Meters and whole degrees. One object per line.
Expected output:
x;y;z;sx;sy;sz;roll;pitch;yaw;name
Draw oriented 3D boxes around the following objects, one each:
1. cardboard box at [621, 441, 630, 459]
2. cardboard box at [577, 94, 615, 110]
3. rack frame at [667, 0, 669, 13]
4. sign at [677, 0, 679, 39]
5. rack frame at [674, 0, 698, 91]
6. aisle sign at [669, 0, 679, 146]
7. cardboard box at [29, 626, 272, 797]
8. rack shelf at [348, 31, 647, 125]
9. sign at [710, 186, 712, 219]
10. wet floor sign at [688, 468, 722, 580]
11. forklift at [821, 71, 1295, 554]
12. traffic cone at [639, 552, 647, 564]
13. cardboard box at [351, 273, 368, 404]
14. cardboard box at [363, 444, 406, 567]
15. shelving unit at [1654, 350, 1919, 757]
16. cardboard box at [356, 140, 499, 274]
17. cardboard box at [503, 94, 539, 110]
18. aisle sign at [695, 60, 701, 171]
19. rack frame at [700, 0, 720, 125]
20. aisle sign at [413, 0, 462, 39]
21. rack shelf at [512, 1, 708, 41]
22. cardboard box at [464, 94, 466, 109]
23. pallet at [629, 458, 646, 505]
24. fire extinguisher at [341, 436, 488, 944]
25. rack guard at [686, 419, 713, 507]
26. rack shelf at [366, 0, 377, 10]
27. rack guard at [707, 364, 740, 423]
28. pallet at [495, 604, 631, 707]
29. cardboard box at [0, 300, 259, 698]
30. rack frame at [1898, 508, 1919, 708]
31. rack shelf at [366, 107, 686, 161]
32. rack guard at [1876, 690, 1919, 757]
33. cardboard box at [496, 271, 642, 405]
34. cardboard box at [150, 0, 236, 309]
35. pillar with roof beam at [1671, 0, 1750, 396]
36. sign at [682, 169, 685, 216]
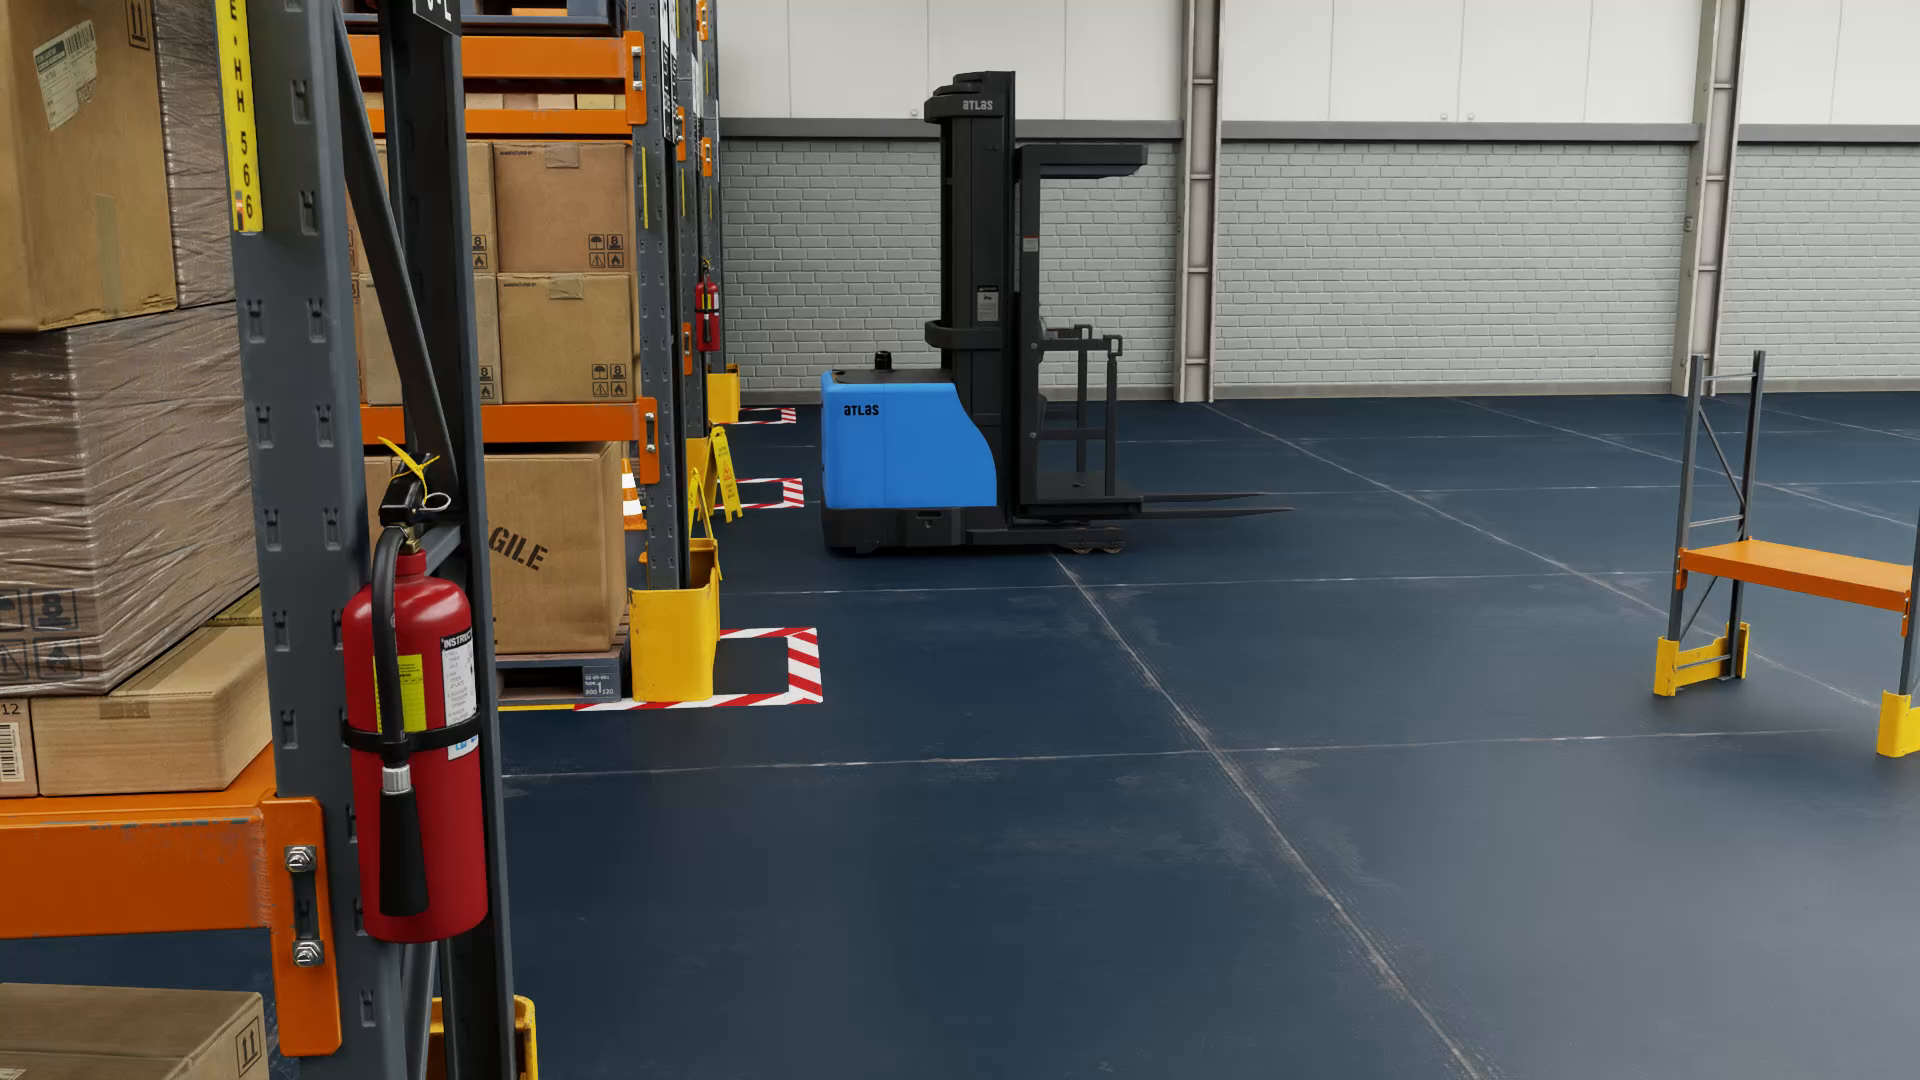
-2.814;-0.715;12.770;0.500;0.250;0.500;-1;11;-7;cardboard box
-2.550;-3.098;11.727;0.250;0.149;0.380;-1;11;-6;cardboard box
-1.347;-3.819;6.964;0.127;3.000;1.000;-1;11;-6;rack frame
-1.942;-3.622;11.443;0.005;0.325;0.100;-1;11;-6;sign
-1.982;-4.766;11.782;0.127;3.000;1.000;-1;11;-6;rack frame
-1.309;-2.210;7.592;0.004;0.787;0.394;-1;11;-6;aisle sign
-1.173;0.247;2.487;0.250;0.149;0.380;-1;11;-6;cardboard box
-3.335;-1.952;7.111;4.000;0.370;1.077;-1;11;-6;rack shelf
-2.477;-3.354;16.537;0.005;0.325;0.100;-1;11;-6;sign
-1.532;-0.100;9.705;0.232;0.644;0.267;-3;12;-16;wet floor sign
0.620;-1.451;10.653;3.031;2.935;1.130;-1;11;-6;forklift
-1.812;-0.115;10.255;0.334;0.463;0.336;-1;11;-6;traffic cone
-2.826;-0.929;7.429;0.550;0.550;0.875;-1;11;-6;cardboard box
-2.889;0.007;7.476;0.875;0.875;0.875;-1;11;-7;cardboard box
3.621;0.001;6.975;0.587;1.500;1.083;-7;13;-32;shelving unit
-2.257;-1.449;7.275;0.550;0.550;0.875;-1;11;-6;cardboard box
-3.077;-3.107;11.770;0.250;0.149;0.380;-1;11;-6;cardboard box
-1.954;-3.159;12.419;0.004;0.787;0.394;-1;11;-6;aisle sign
-2.522;-5.718;16.624;0.127;3.000;1.000;-1;11;-6;rack frame
-0.883;-1.256;2.742;0.004;0.787;0.394;-1;11;-6;aisle sign
-4.510;-5.127;16.520;4.000;0.370;1.077;-1;11;-6;rack shelf
-3.583;-3.088;11.677;0.250;0.149;0.380;-2;11;-8;cardboard box
-2.869;-0.442;12.570;1.213;0.211;1.003;-1;11;-6;pallet
-0.748;0.202;2.264;0.183;0.674;0.296;-1;11;-6;fire extinguisher
-2.058;-0.594;12.594;0.348;0.500;1.175;-1;11;-6;rack guard
-2.900;-0.999;2.262;4.000;0.370;1.077;-1;11;-6;rack shelf
-2.498;-1.548;17.446;0.348;0.500;1.175;-1;11;-6;rack guard
-2.133;0.525;7.651;1.213;0.211;1.003;-1;11;-6;pallet
-1.462;-0.111;2.624;0.500;0.500;0.875;-1;11;-6;cardboard box
3.900;0.085;6.547;0.500;1.500;0.032;-7;13;-32;rack frame
-3.970;-2.899;11.929;4.000;0.370;1.077;-1;11;-6;rack shelf
3.890;0.695;6.684;0.587;0.250;0.087;-7;13;-32;rack guard
-1.711;-0.932;7.445;0.550;0.550;0.875;-1;11;-6;cardboard box
-1.488;-0.648;2.767;0.500;0.500;0.500;-1;11;-6;cardboard box
9.083;-5.300;14.501;0.400;9.000;9.100;-1;11;-6;pillar with roof beam
-1.942;-2.439;11.675;0.005;0.325;0.100;-1;11;-6;sign
